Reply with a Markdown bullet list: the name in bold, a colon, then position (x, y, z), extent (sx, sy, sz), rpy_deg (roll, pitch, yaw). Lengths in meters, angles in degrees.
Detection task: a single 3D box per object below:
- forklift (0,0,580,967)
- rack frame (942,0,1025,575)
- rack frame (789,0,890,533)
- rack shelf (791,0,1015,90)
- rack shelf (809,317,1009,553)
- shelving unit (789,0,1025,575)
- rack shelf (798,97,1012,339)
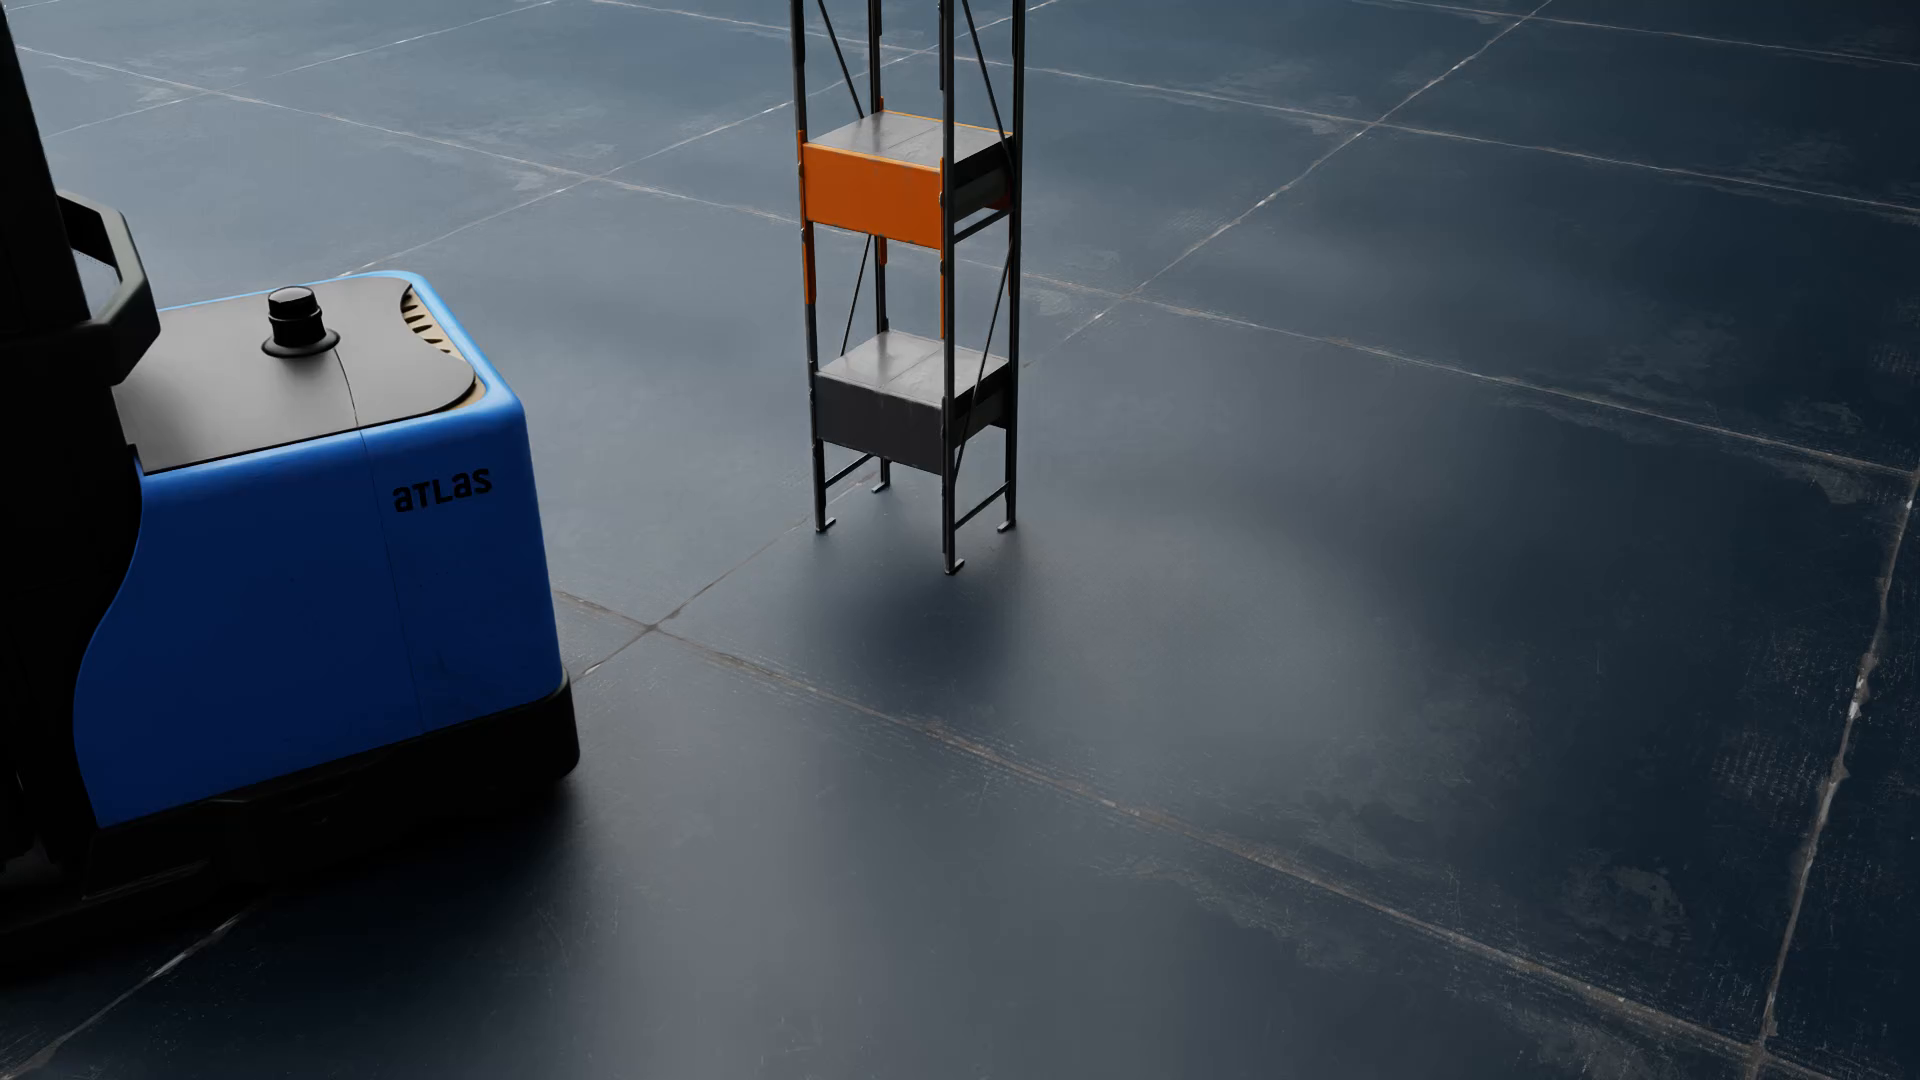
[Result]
- **forklift**: position (-2.492, -0.489, 3.179), extent (3.031, 2.935, 1.130), rpy_deg (-16, 34, -25)
- **rack frame**: position (0.066, -0.886, 4.685), extent (0.015, 2.100, 0.400), rpy_deg (18, 35, 27)
- **rack frame**: position (-0.347, -1.017, 4.909), extent (0.015, 2.100, 0.400), rpy_deg (18, 35, 27)
- **rack shelf**: position (-0.140, -1.544, 4.451), extent (0.480, 0.518, 0.431), rpy_deg (18, 35, 27)
- **rack shelf**: position (-0.140, -0.335, 5.157), extent (0.480, 0.518, 0.431), rpy_deg (18, 35, 27)
- **shelving unit**: position (-0.140, -0.951, 4.797), extent (0.503, 2.100, 0.431), rpy_deg (18, 35, 27)
- **rack shelf**: position (-0.140, -0.940, 4.804), extent (0.480, 0.518, 0.431), rpy_deg (18, 35, 27)
